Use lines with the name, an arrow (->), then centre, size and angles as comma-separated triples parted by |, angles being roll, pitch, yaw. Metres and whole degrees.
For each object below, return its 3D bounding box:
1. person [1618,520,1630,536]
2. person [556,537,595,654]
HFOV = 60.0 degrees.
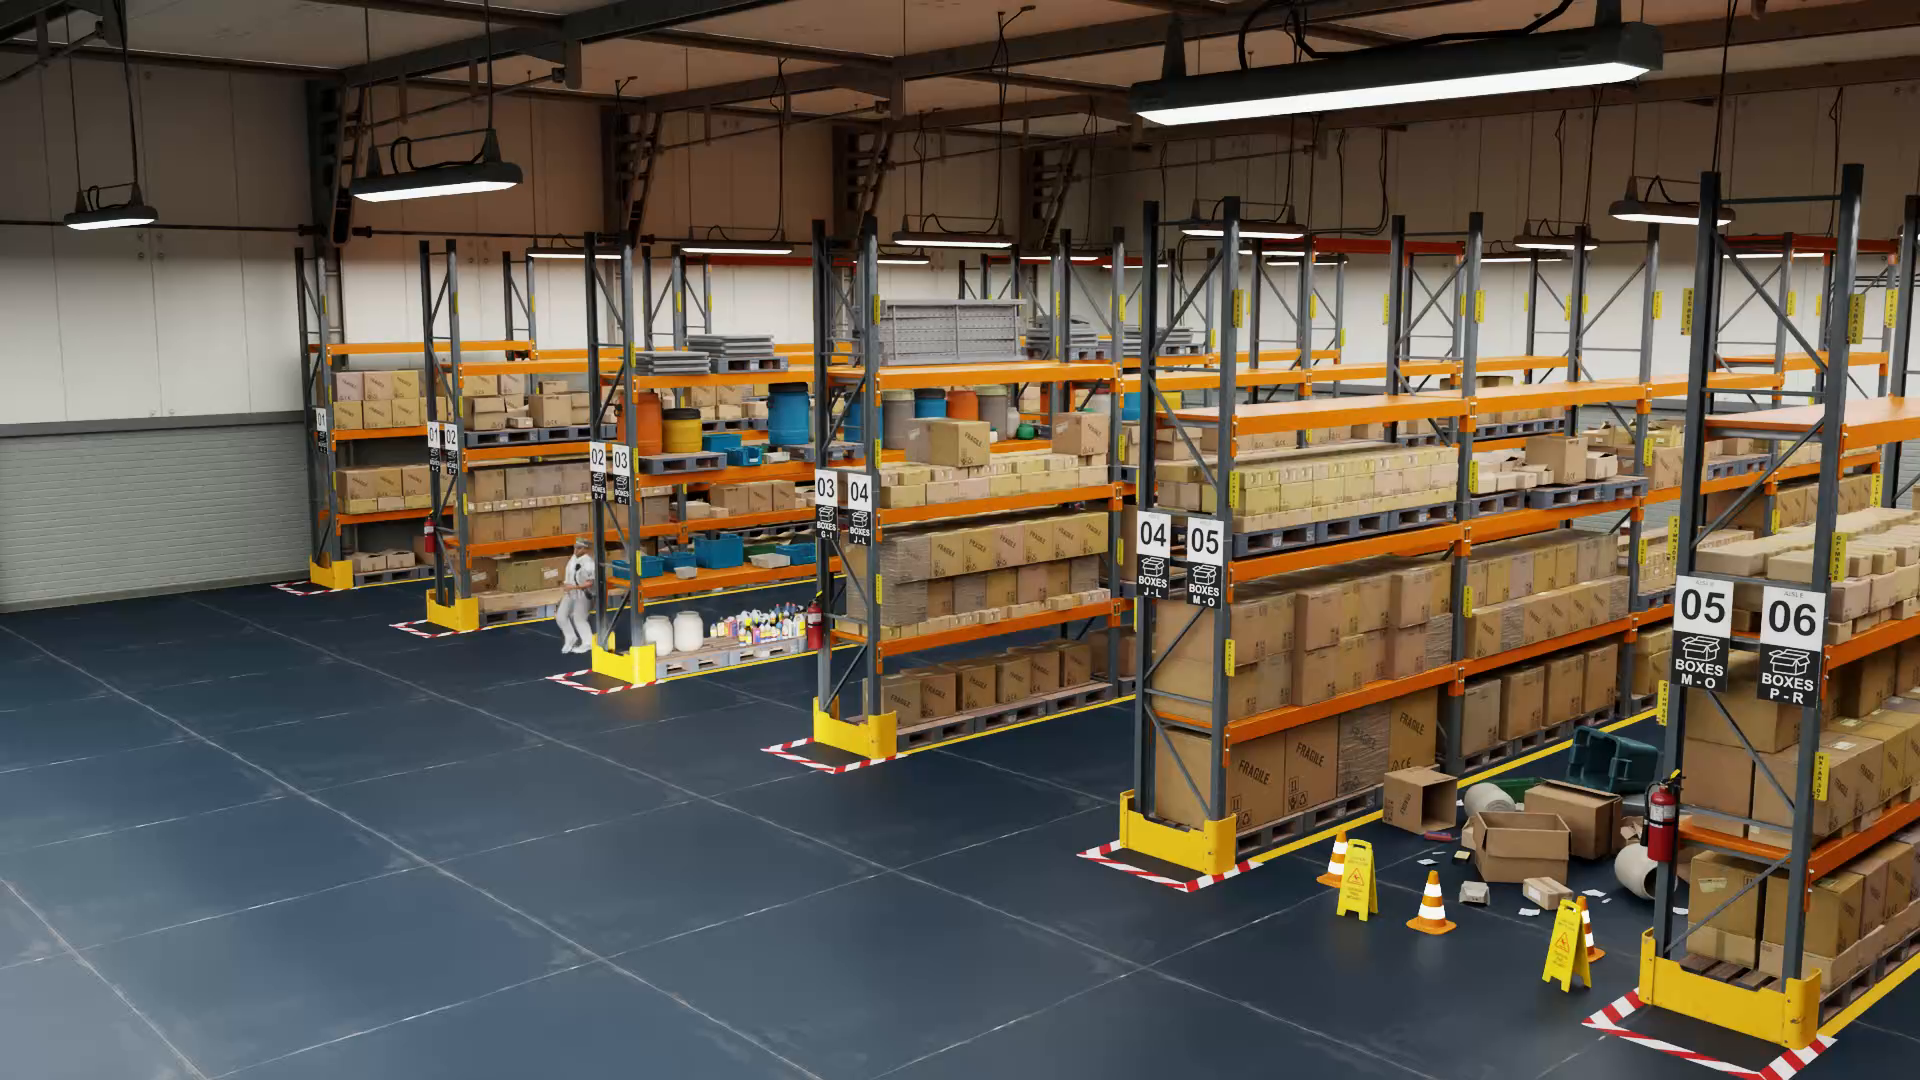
person -> 10.053, 0.599, 25.253 | 0.736, 1.813, 0.671 | -6, 11, -37
person -> -5.506, 0.814, 23.992 | 0.684, 1.767, 0.654 | 6, 10, 36
